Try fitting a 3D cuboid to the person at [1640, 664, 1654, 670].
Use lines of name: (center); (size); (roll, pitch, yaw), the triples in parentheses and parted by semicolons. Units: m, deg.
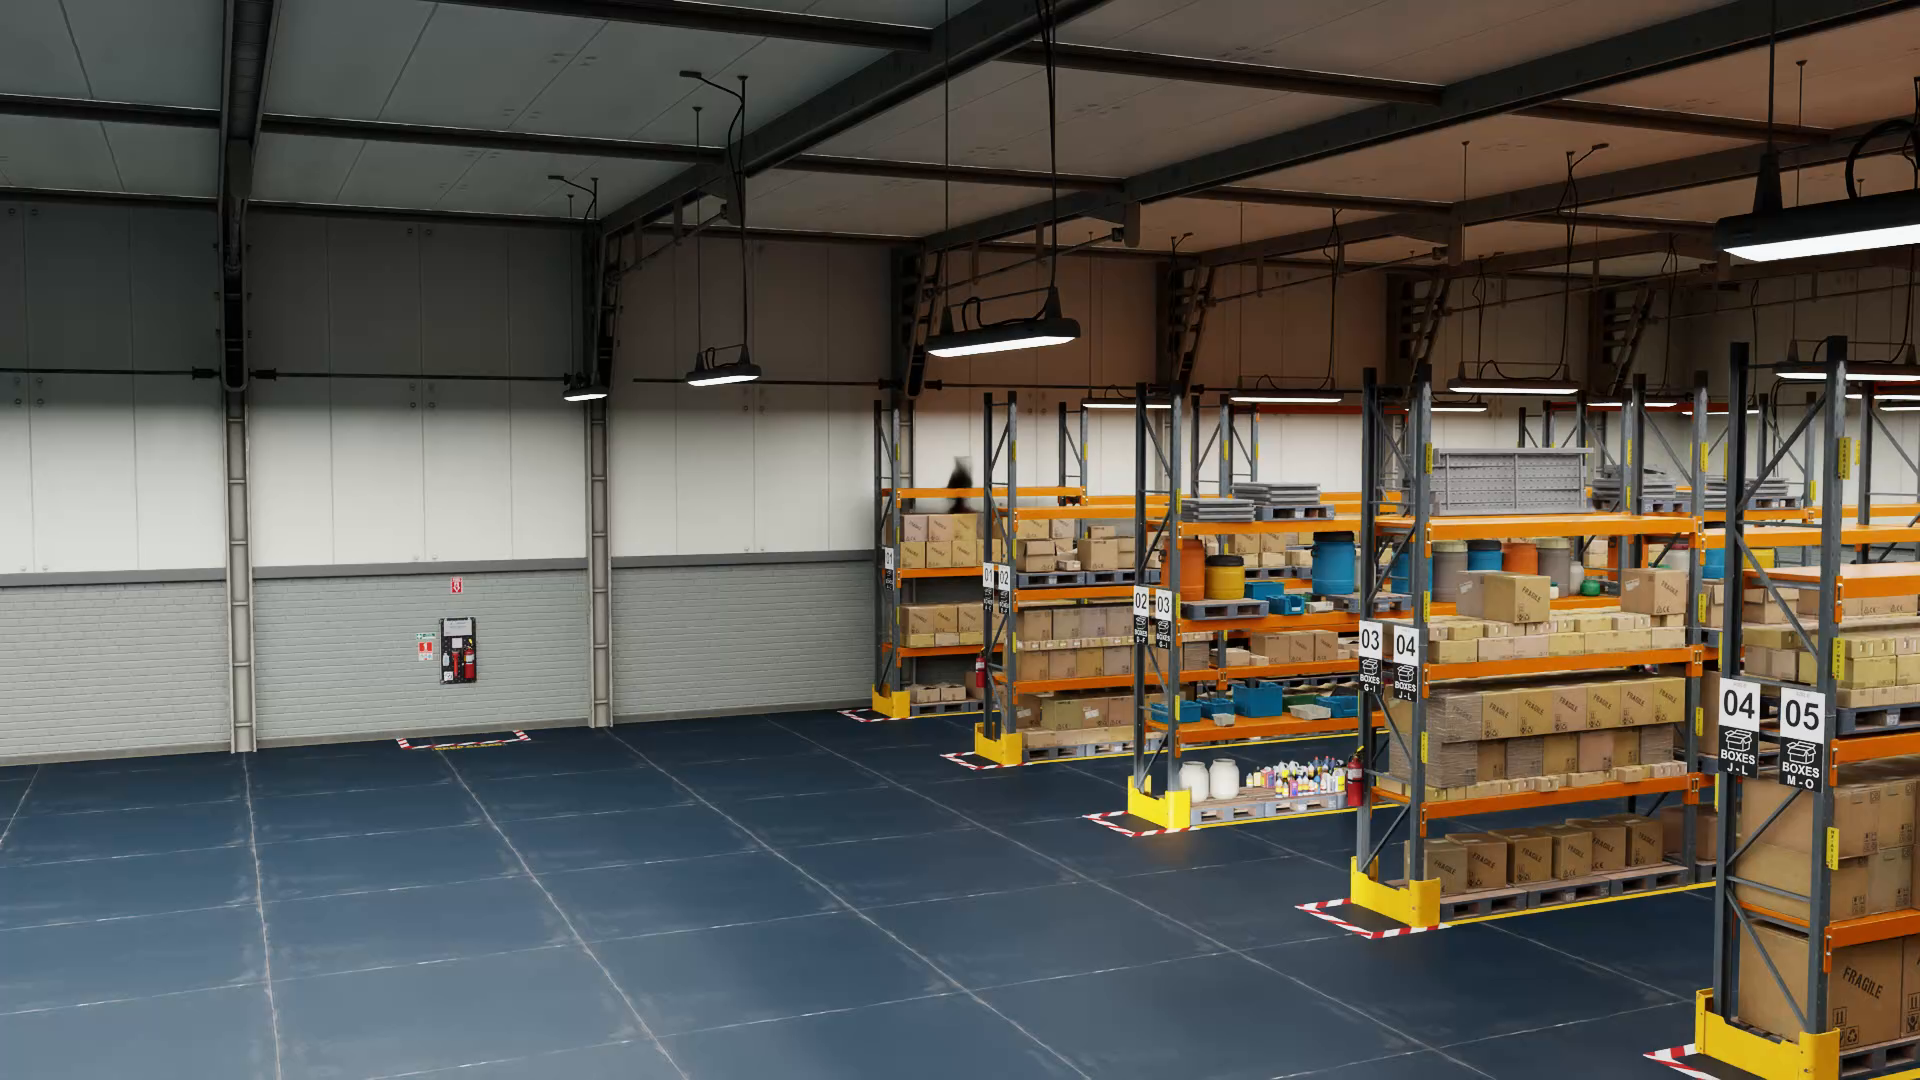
person: (12.197, 2.611, 29.395); (0.685, 1.717, 0.568); (-2, 4, -32)
